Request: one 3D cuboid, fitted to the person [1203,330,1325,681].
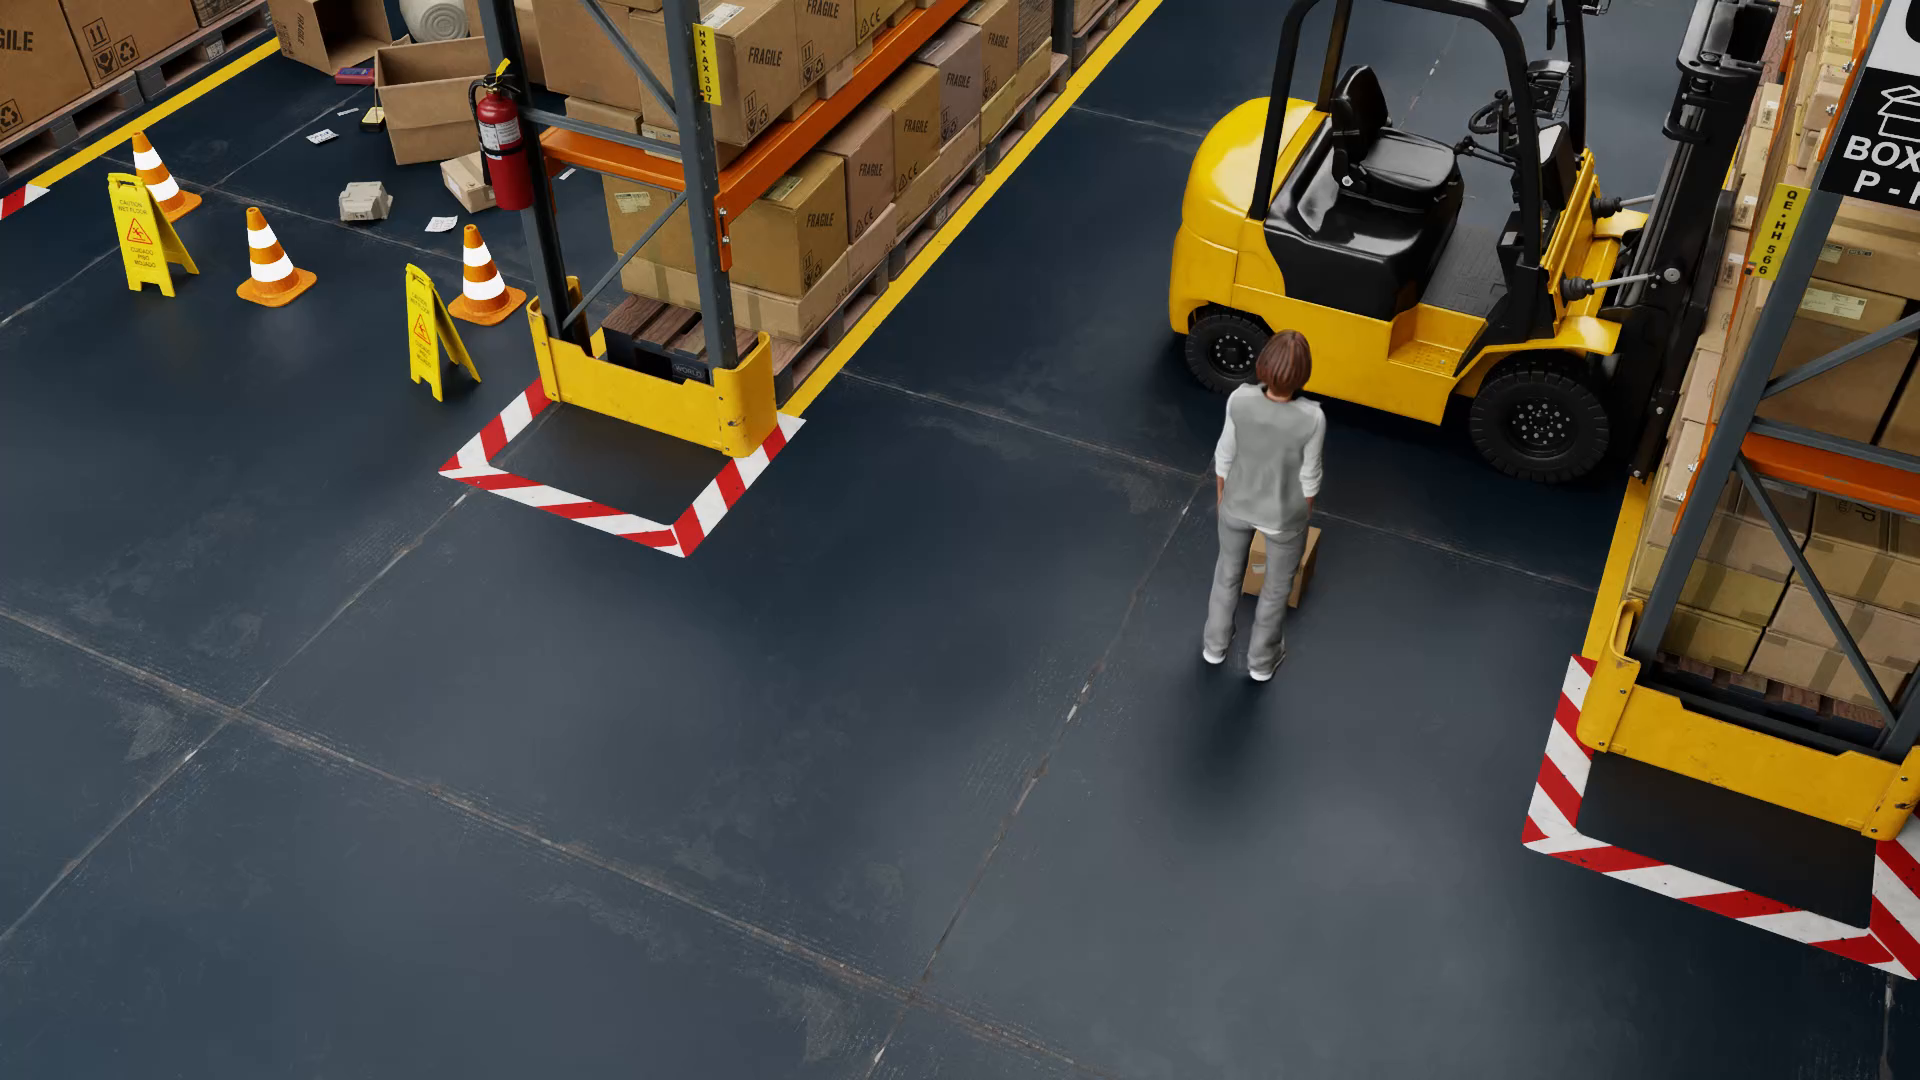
[{"bbox_3d":[1.142,-0.122,6.306,0.407,1.594,0.308,19,46,19],"label":"person"}]
